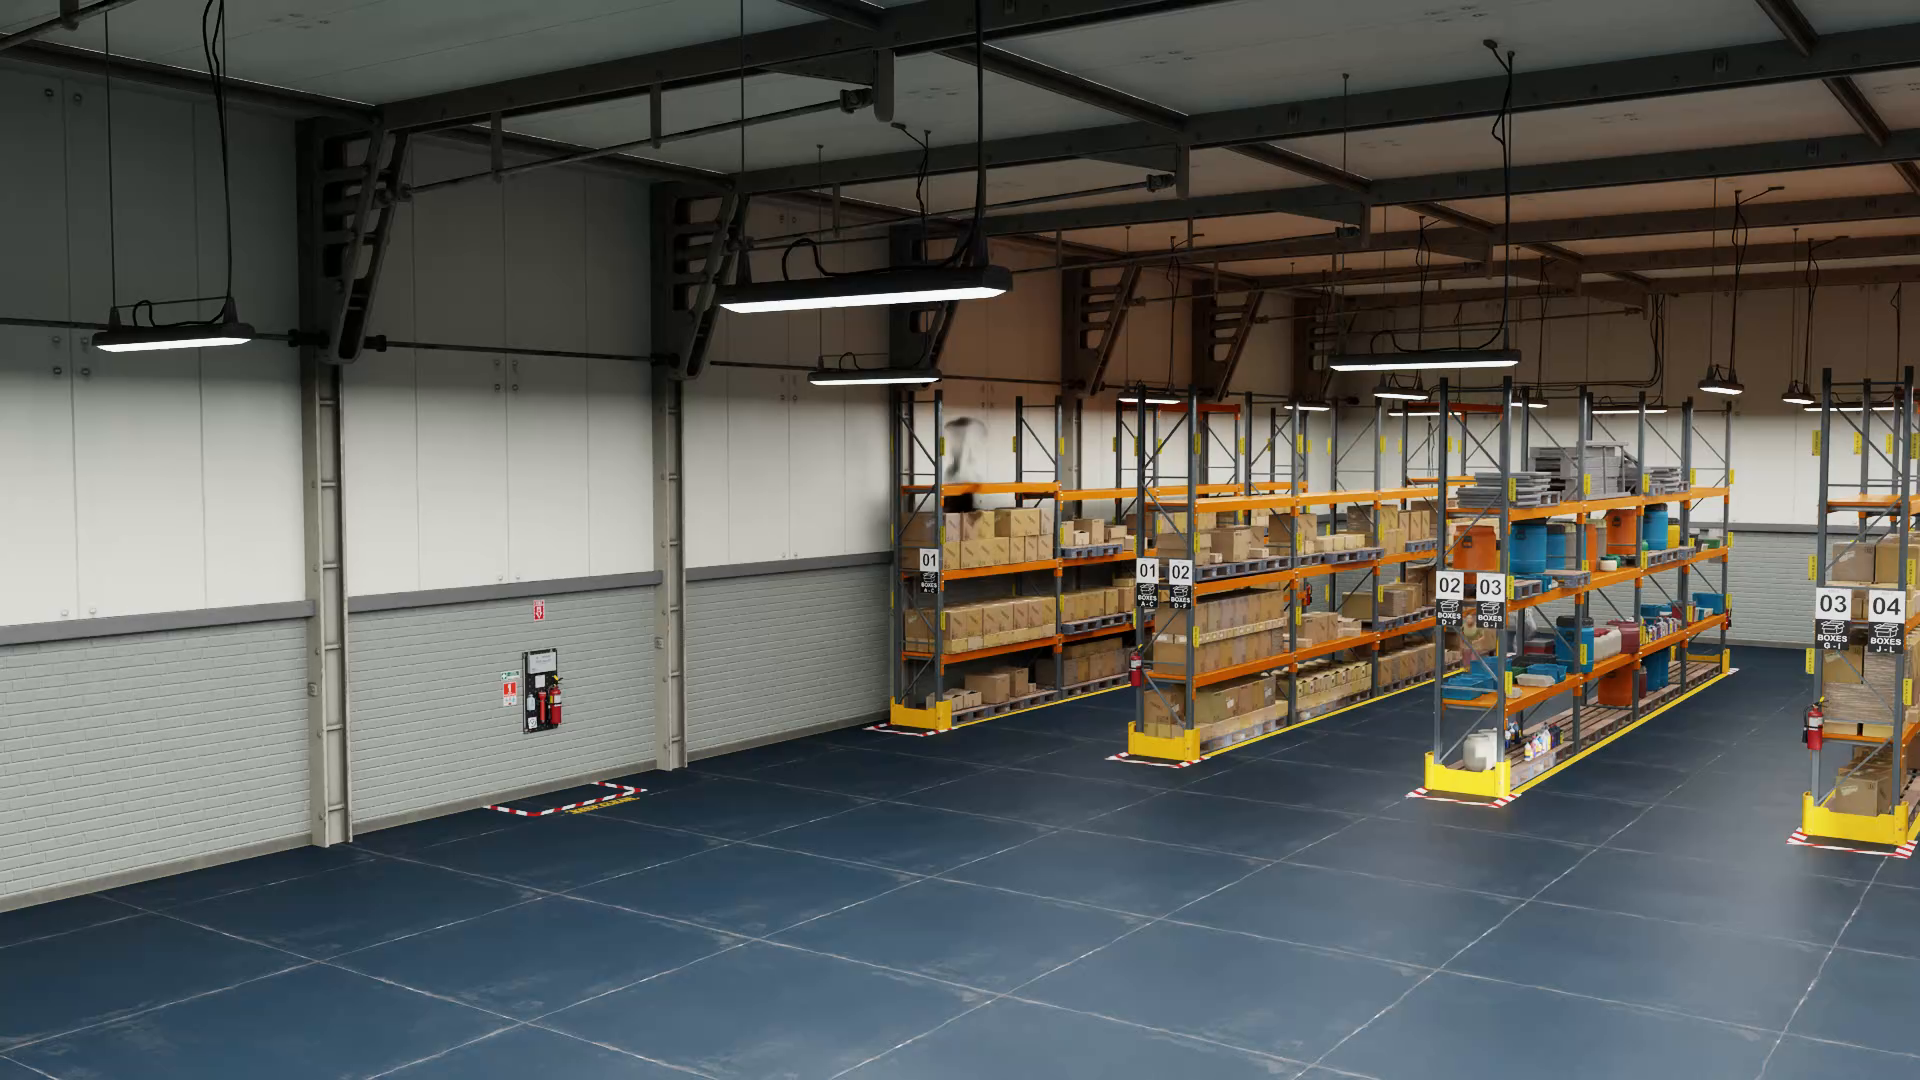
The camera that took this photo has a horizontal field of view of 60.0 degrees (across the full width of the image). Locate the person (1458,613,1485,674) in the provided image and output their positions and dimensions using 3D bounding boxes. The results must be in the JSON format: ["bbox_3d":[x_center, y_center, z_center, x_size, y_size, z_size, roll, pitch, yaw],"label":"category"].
[{"bbox_3d":[10.589,2.285,34.448,0.572,1.600,0.693,1,4,25],"label":"person"}]

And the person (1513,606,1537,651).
[{"bbox_3d":[13.616,1.869,40.240,0.664,1.777,0.689,-1,3,-17],"label":"person"}]
